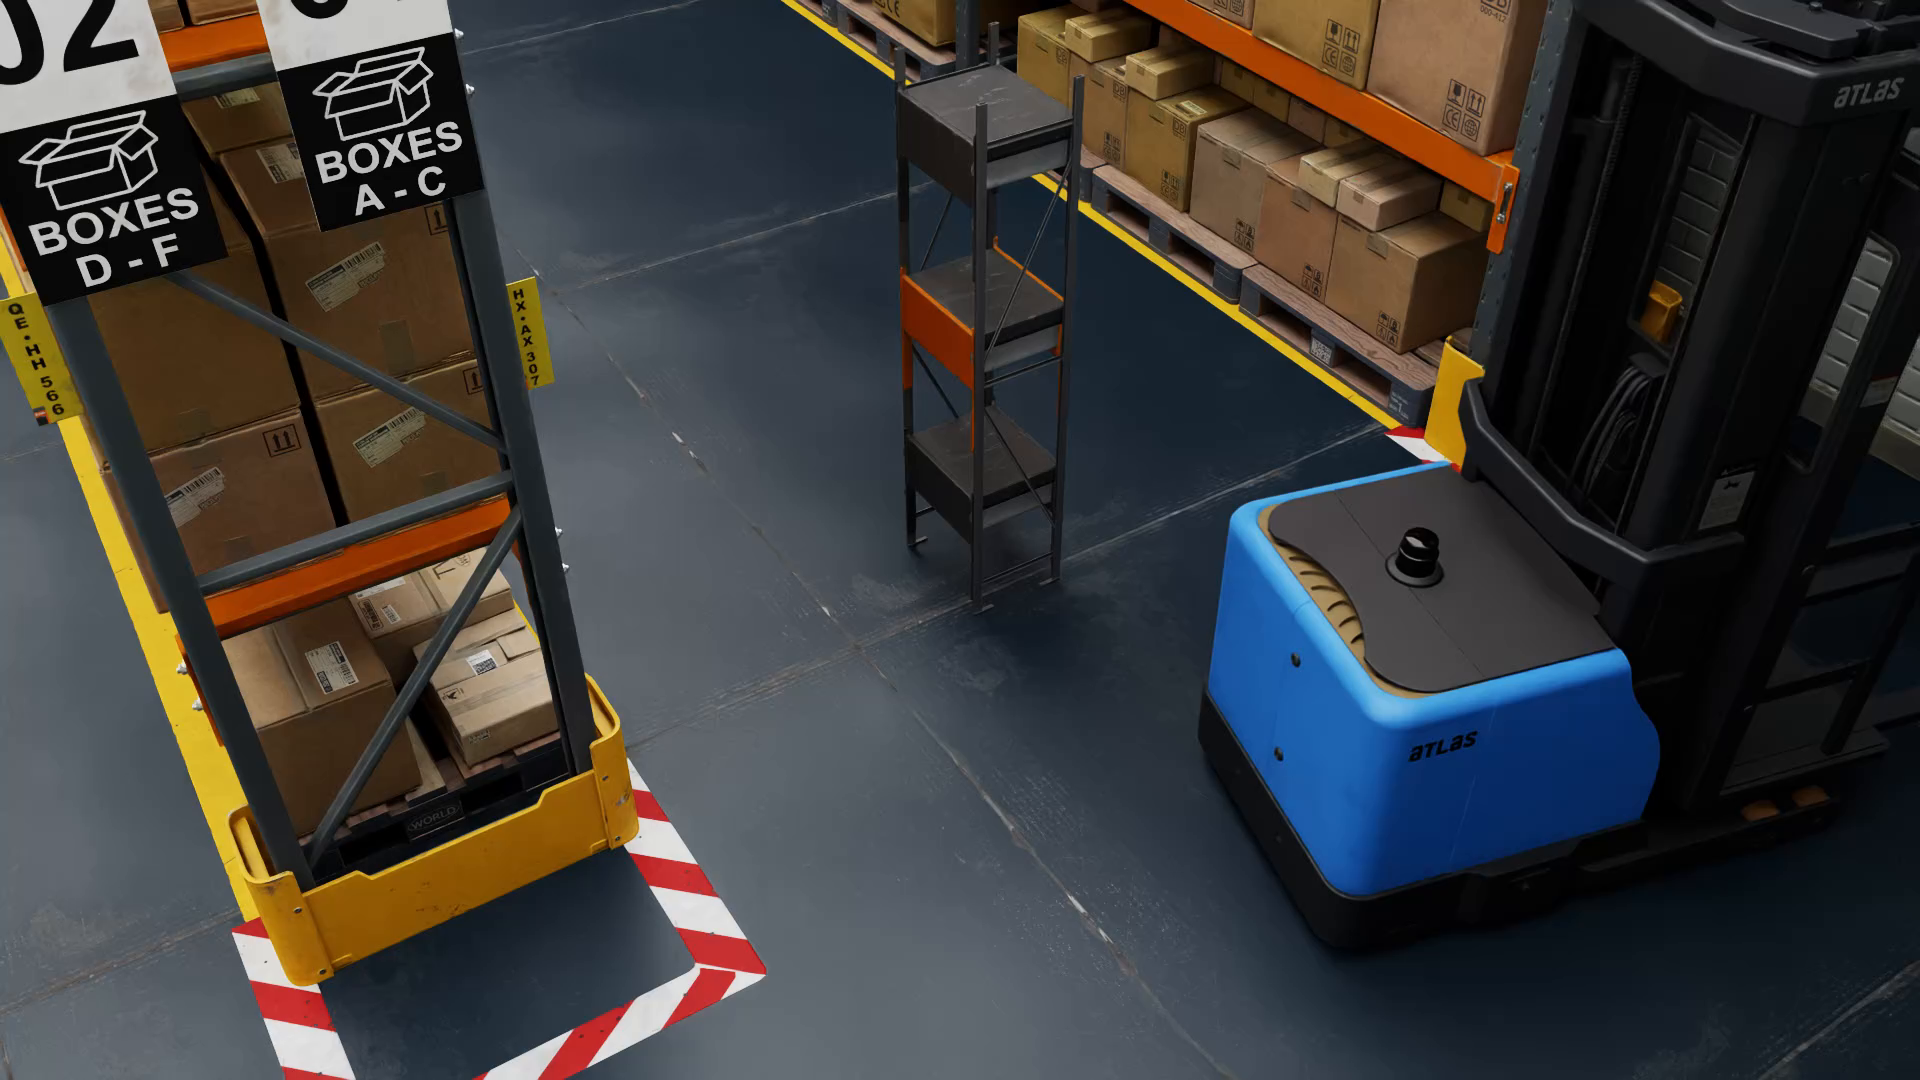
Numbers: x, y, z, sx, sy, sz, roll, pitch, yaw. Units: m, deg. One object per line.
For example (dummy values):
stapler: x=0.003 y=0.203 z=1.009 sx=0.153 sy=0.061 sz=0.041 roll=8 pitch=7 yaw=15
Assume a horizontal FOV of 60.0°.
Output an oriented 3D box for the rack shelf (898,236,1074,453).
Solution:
rack shelf: x=0.089 y=-0.707 z=5.979 sx=0.431 sy=0.518 sz=0.480 roll=-22 pitch=45 yaw=-24

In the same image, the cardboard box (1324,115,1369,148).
cardboard box: x=1.946 y=-1.928 z=7.839 sx=0.380 sy=0.149 sz=0.250 roll=-22 pitch=45 yaw=-24

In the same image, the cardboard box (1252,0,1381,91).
cardboard box: x=1.895 y=-2.501 z=7.174 sx=0.980 sy=0.700 sz=0.700 roll=-23 pitch=45 yaw=-25

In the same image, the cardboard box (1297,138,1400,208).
cardboard box: x=1.757 y=-1.663 z=7.520 sx=0.380 sy=0.149 sz=0.250 roll=-21 pitch=44 yaw=-23

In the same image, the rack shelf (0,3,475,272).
rack shelf: x=-2.672 y=-1.973 z=4.994 sx=1.077 sy=0.370 sz=4.000 roll=-22 pitch=45 yaw=-24

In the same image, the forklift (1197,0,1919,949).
forklift: x=2.404 y=-0.415 z=4.959 sx=3.031 sy=2.935 sz=1.130 roll=-12 pitch=41 yaw=-14

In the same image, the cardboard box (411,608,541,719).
cardboard box: x=-1.666 y=0.422 z=5.770 sx=0.380 sy=0.166 sz=0.250 roll=-22 pitch=45 yaw=-24

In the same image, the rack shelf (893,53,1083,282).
rack shelf: x=0.089 y=-1.245 z=5.531 sx=0.431 sy=0.518 sz=0.480 roll=-22 pitch=45 yaw=-24

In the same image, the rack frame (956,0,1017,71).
rack frame: x=0.428 y=-3.884 z=9.068 sx=1.000 sy=3.000 sz=0.127 roll=-22 pitch=45 yaw=-24

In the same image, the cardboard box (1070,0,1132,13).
cardboard box: x=0.833 y=-3.042 z=9.175 sx=0.380 sy=0.149 sz=0.250 roll=-22 pitch=45 yaw=-25

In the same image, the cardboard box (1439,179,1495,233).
cardboard box: x=2.354 y=-1.520 z=7.349 sx=0.380 sy=0.149 sz=0.250 roll=-22 pitch=45 yaw=-24

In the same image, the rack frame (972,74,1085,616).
rack frame: x=0.220 y=-0.586 z=5.813 sx=0.400 sy=2.100 sz=0.015 roll=-22 pitch=45 yaw=-24

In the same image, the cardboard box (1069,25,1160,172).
cardboard box: x=1.011 y=-2.374 z=8.880 sx=0.700 sy=0.500 sz=0.500 roll=-23 pitch=45 yaw=-25

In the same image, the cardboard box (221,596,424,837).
cardboard box: x=-2.096 y=0.565 z=5.338 sx=0.500 sy=0.500 sz=0.500 roll=-22 pitch=45 yaw=-24

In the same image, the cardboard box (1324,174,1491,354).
cardboard box: x=2.118 y=-1.269 z=7.555 sx=0.700 sy=0.500 sz=0.500 roll=-22 pitch=45 yaw=-24

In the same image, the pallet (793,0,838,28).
pallet: x=-0.711 y=-3.862 z=11.220 sx=1.003 sy=0.211 sz=1.213 roll=-22 pitch=45 yaw=-24

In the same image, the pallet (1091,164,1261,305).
pallet: x=1.431 y=-1.716 z=8.645 sx=1.003 sy=0.211 sz=1.213 roll=-22 pitch=45 yaw=-24

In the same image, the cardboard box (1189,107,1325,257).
cardboard box: x=1.578 y=-1.811 z=8.204 sx=0.700 sy=0.500 sz=0.500 roll=-24 pitch=45 yaw=-26

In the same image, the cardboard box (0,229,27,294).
cardboard box: x=-2.340 y=-0.858 z=4.578 sx=0.500 sy=0.500 sz=0.500 roll=-21 pitch=44 yaw=-23

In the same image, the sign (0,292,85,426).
sign: x=-2.075 y=-0.404 z=3.740 sx=0.100 sy=0.325 sz=0.005 roll=-22 pitch=45 yaw=-24

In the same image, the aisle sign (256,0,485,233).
aisle sign: x=-1.312 y=-1.081 z=3.673 sx=0.394 sy=0.787 sz=0.004 roll=-22 pitch=45 yaw=-24

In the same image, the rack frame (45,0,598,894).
rack frame: x=-1.596 y=-0.018 z=4.428 sx=1.000 sy=3.000 sz=0.127 roll=-22 pitch=45 yaw=-24

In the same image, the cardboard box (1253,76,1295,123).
cardboard box: x=1.670 y=-2.204 z=8.169 sx=0.380 sy=0.149 sz=0.250 roll=-22 pitch=44 yaw=-24

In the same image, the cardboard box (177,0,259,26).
cardboard box: x=-1.658 y=-1.477 z=3.954 sx=0.500 sy=0.250 sz=0.500 roll=-22 pitch=45 yaw=-24

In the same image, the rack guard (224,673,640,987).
rack guard: x=-1.637 y=0.901 z=5.278 sx=1.175 sy=0.500 sz=0.348 roll=-22 pitch=45 yaw=-24

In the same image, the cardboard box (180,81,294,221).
cardboard box: x=-1.900 y=-1.050 z=4.808 sx=0.500 sy=0.500 sz=0.500 roll=-22 pitch=44 yaw=-24

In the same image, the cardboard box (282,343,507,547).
cardboard box: x=-1.613 y=-0.387 z=4.793 sx=0.500 sy=0.500 sz=0.500 roll=-21 pitch=44 yaw=-24

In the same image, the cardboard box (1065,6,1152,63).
cardboard box: x=0.774 y=-2.648 z=8.702 sx=0.380 sy=0.149 sz=0.250 roll=-21 pitch=44 yaw=-23

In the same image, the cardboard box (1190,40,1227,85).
cardboard box: x=1.395 y=-2.480 z=8.500 sx=0.380 sy=0.149 sz=0.250 roll=-22 pitch=44 yaw=-24

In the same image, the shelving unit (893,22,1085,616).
shelving unit: x=0.089 y=-0.717 z=5.971 sx=0.431 sy=2.100 sz=0.503 roll=-22 pitch=45 yaw=-24

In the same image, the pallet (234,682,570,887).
pallet: x=-2.067 y=0.583 z=5.886 sx=1.003 sy=0.211 sz=1.213 roll=-22 pitch=45 yaw=-24

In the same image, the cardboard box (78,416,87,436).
cardboard box: x=-2.348 y=-0.483 z=4.909 sx=0.500 sy=0.500 sz=0.500 roll=-22 pitch=45 yaw=-24
